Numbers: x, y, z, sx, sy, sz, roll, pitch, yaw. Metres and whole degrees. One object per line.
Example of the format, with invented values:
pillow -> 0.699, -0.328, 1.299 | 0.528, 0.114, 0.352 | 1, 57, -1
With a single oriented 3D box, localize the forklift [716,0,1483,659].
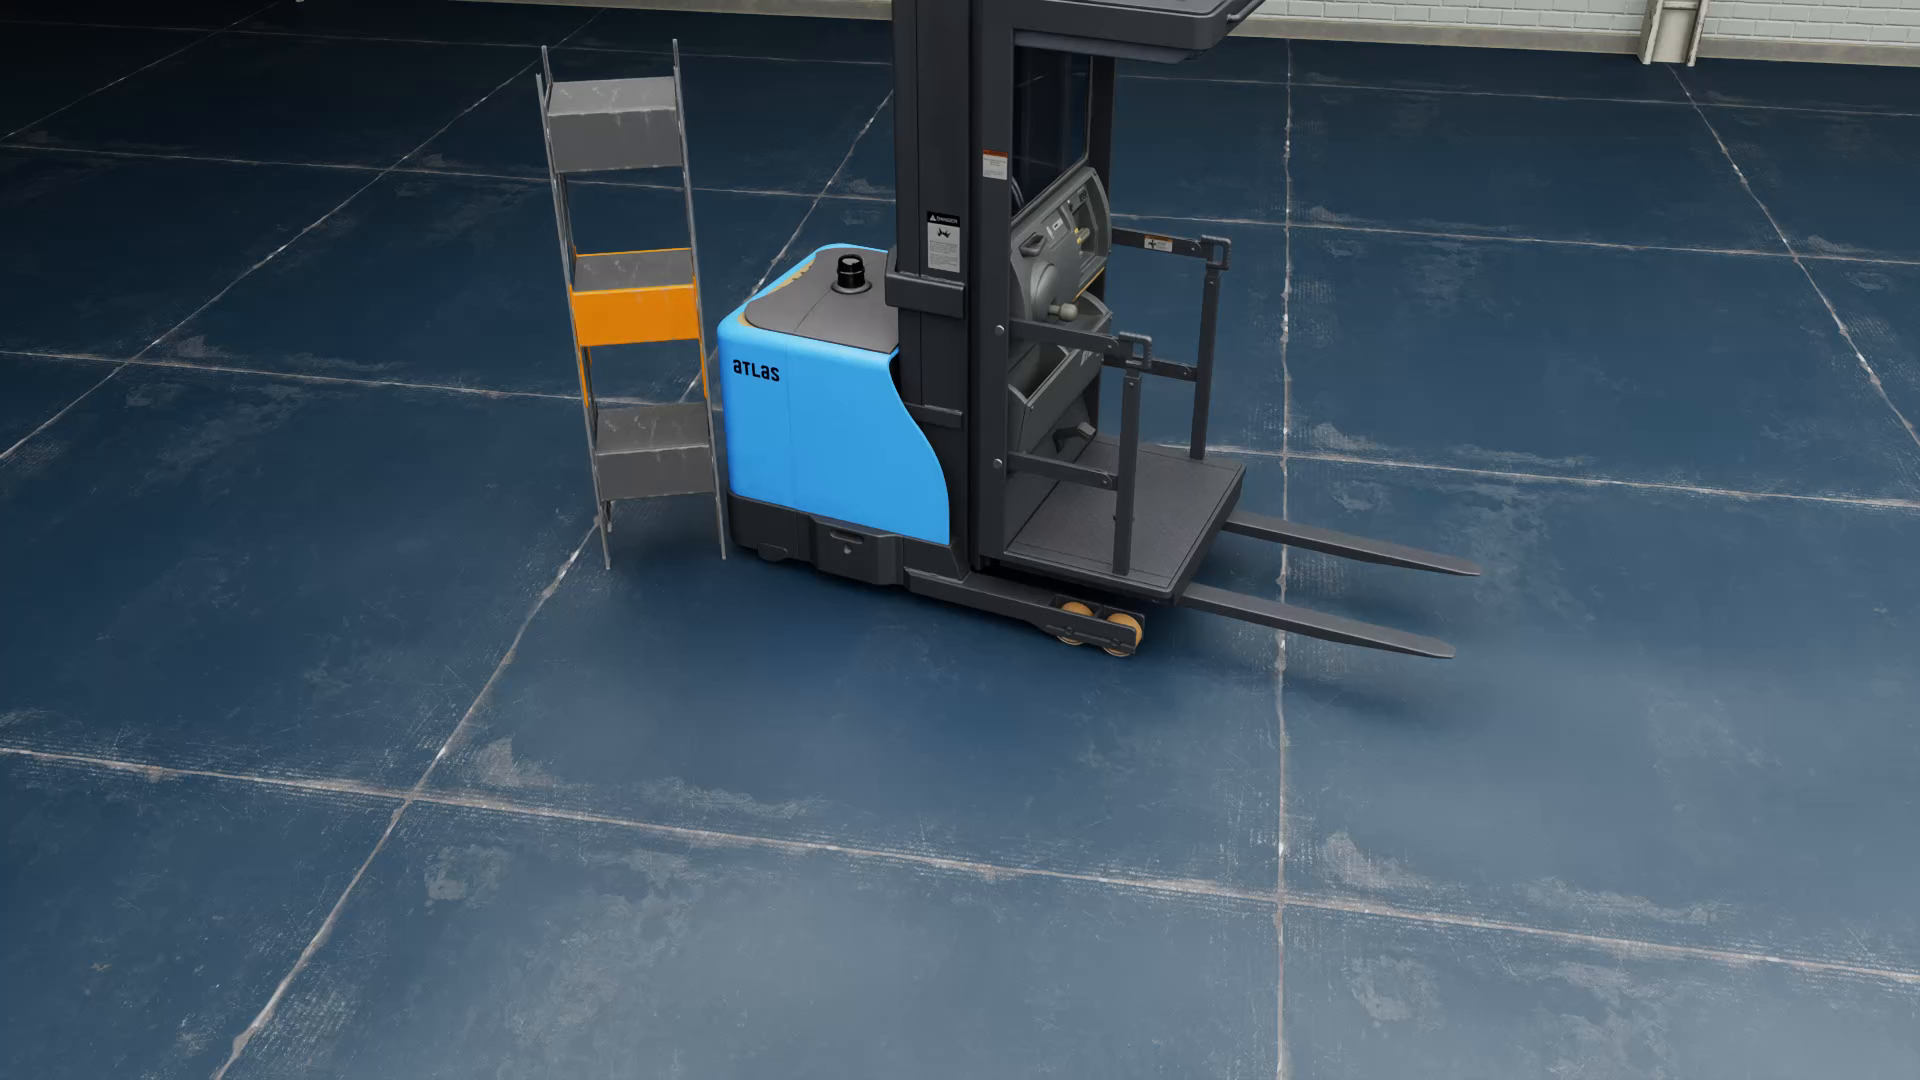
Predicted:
forklift -> 0.574, -1.107, 6.256 | 3.031, 2.935, 1.130 | 13, 34, 20

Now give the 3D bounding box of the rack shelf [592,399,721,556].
rack shelf -> -1.282, -0.282, 7.060 | 0.480, 0.518, 0.431 | -5, 32, -7

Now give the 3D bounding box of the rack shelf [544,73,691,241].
rack shelf -> -1.293, -1.473, 6.324 | 0.480, 0.518, 0.431 | -5, 32, -7

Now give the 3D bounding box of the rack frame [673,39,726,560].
rack frame -> -1.047, -0.911, 6.716 | 0.015, 2.100, 0.400 | -5, 32, -7

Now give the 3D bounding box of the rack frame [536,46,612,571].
rack frame -> -1.529, -0.867, 6.654 | 0.015, 2.100, 0.400 | -5, 32, -7

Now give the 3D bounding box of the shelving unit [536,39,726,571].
shelving unit -> -1.288, -0.889, 6.685 | 0.503, 2.100, 0.431 | -5, 32, -7

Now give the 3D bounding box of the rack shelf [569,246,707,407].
rack shelf -> -1.287, -0.877, 6.692 | 0.480, 0.518, 0.431 | -5, 32, -7

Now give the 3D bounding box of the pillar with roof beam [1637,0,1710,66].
pillar with roof beam -> 4.984, -5.453, 7.480 | 0.400, 9.000, 9.100 | 5, 32, 8
